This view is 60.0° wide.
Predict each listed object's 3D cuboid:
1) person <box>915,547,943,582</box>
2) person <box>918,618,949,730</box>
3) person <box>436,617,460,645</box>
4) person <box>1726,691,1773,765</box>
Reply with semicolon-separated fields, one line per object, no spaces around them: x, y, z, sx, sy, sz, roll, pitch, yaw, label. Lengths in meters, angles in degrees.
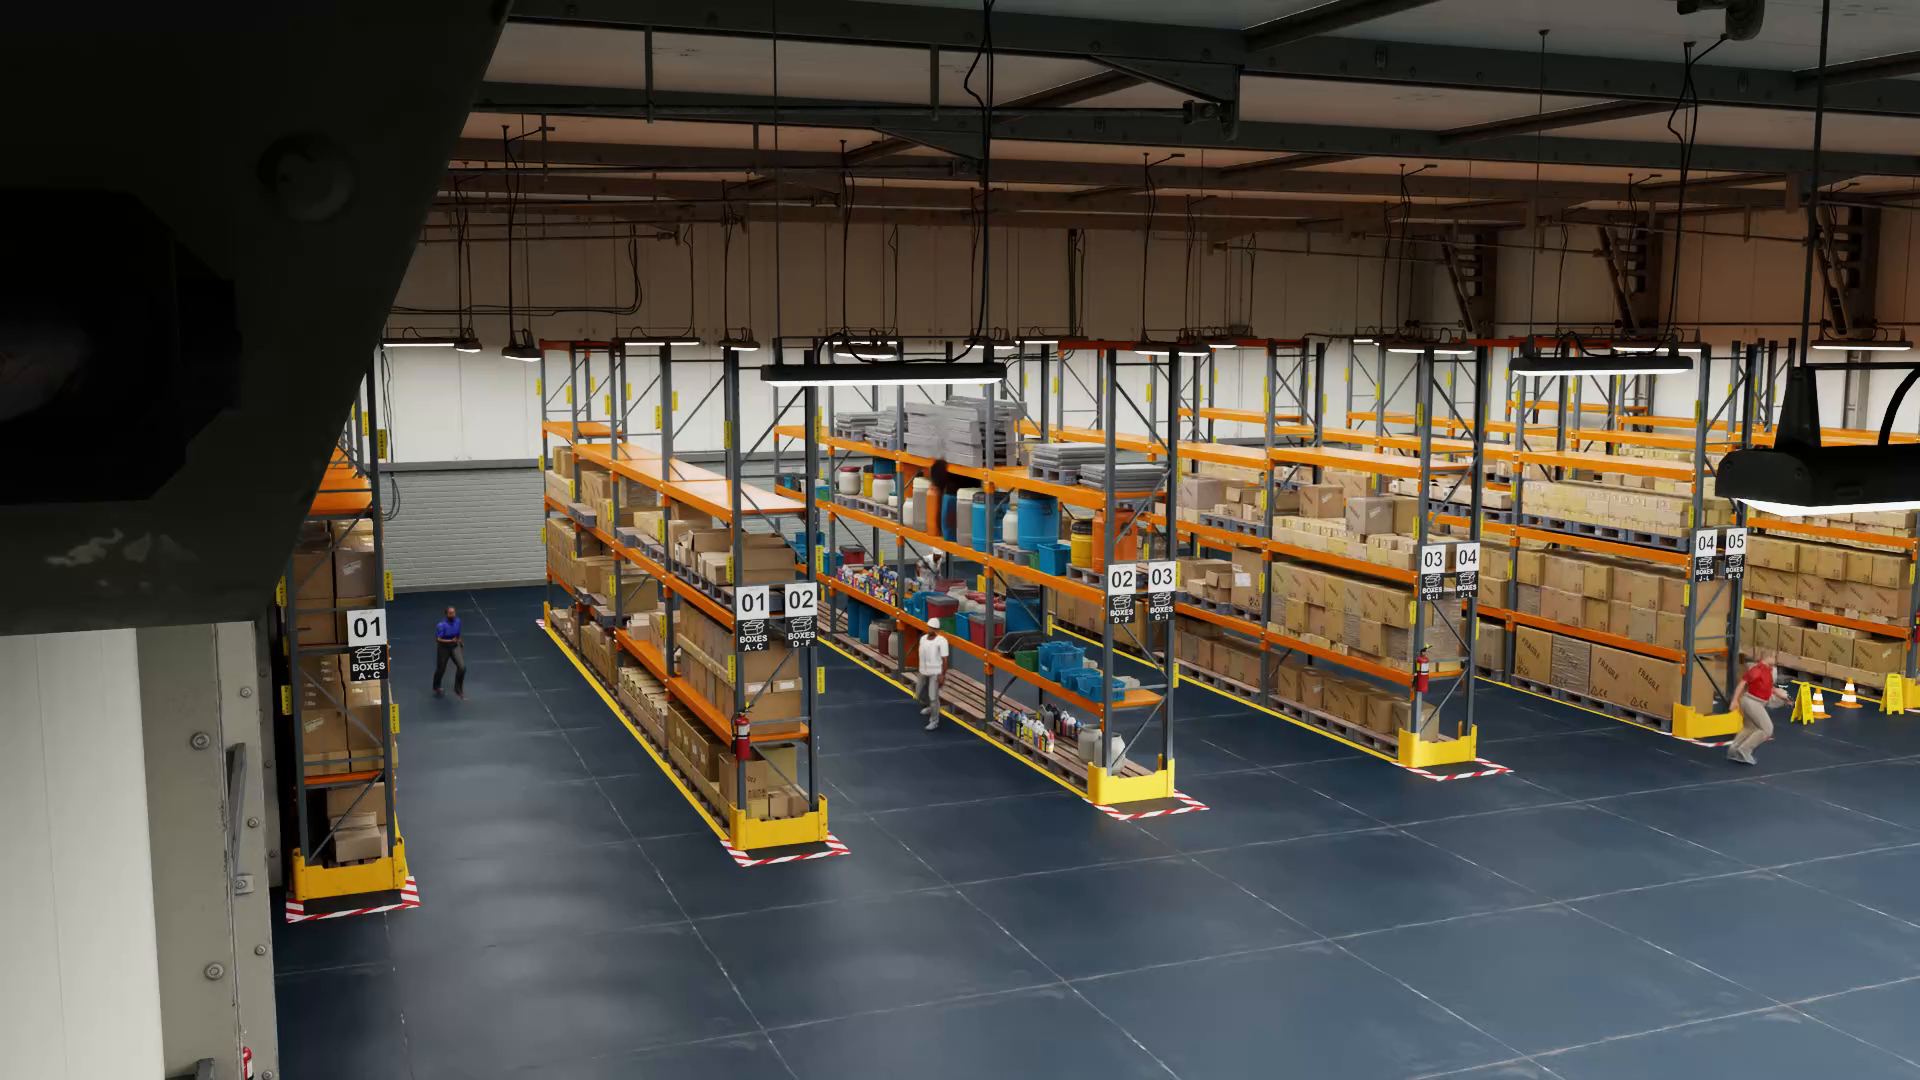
-0.627;0.542;35.903;0.693;0.862;0.724;-7;10;-43;person
-0.432;2.069;26.141;0.744;1.752;0.602;6;9;38;person
-8.630;1.530;28.039;0.516;0.518;0.358;-7;10;-43;person
11.409;2.696;23.980;0.604;1.036;0.427;4;9;31;person
